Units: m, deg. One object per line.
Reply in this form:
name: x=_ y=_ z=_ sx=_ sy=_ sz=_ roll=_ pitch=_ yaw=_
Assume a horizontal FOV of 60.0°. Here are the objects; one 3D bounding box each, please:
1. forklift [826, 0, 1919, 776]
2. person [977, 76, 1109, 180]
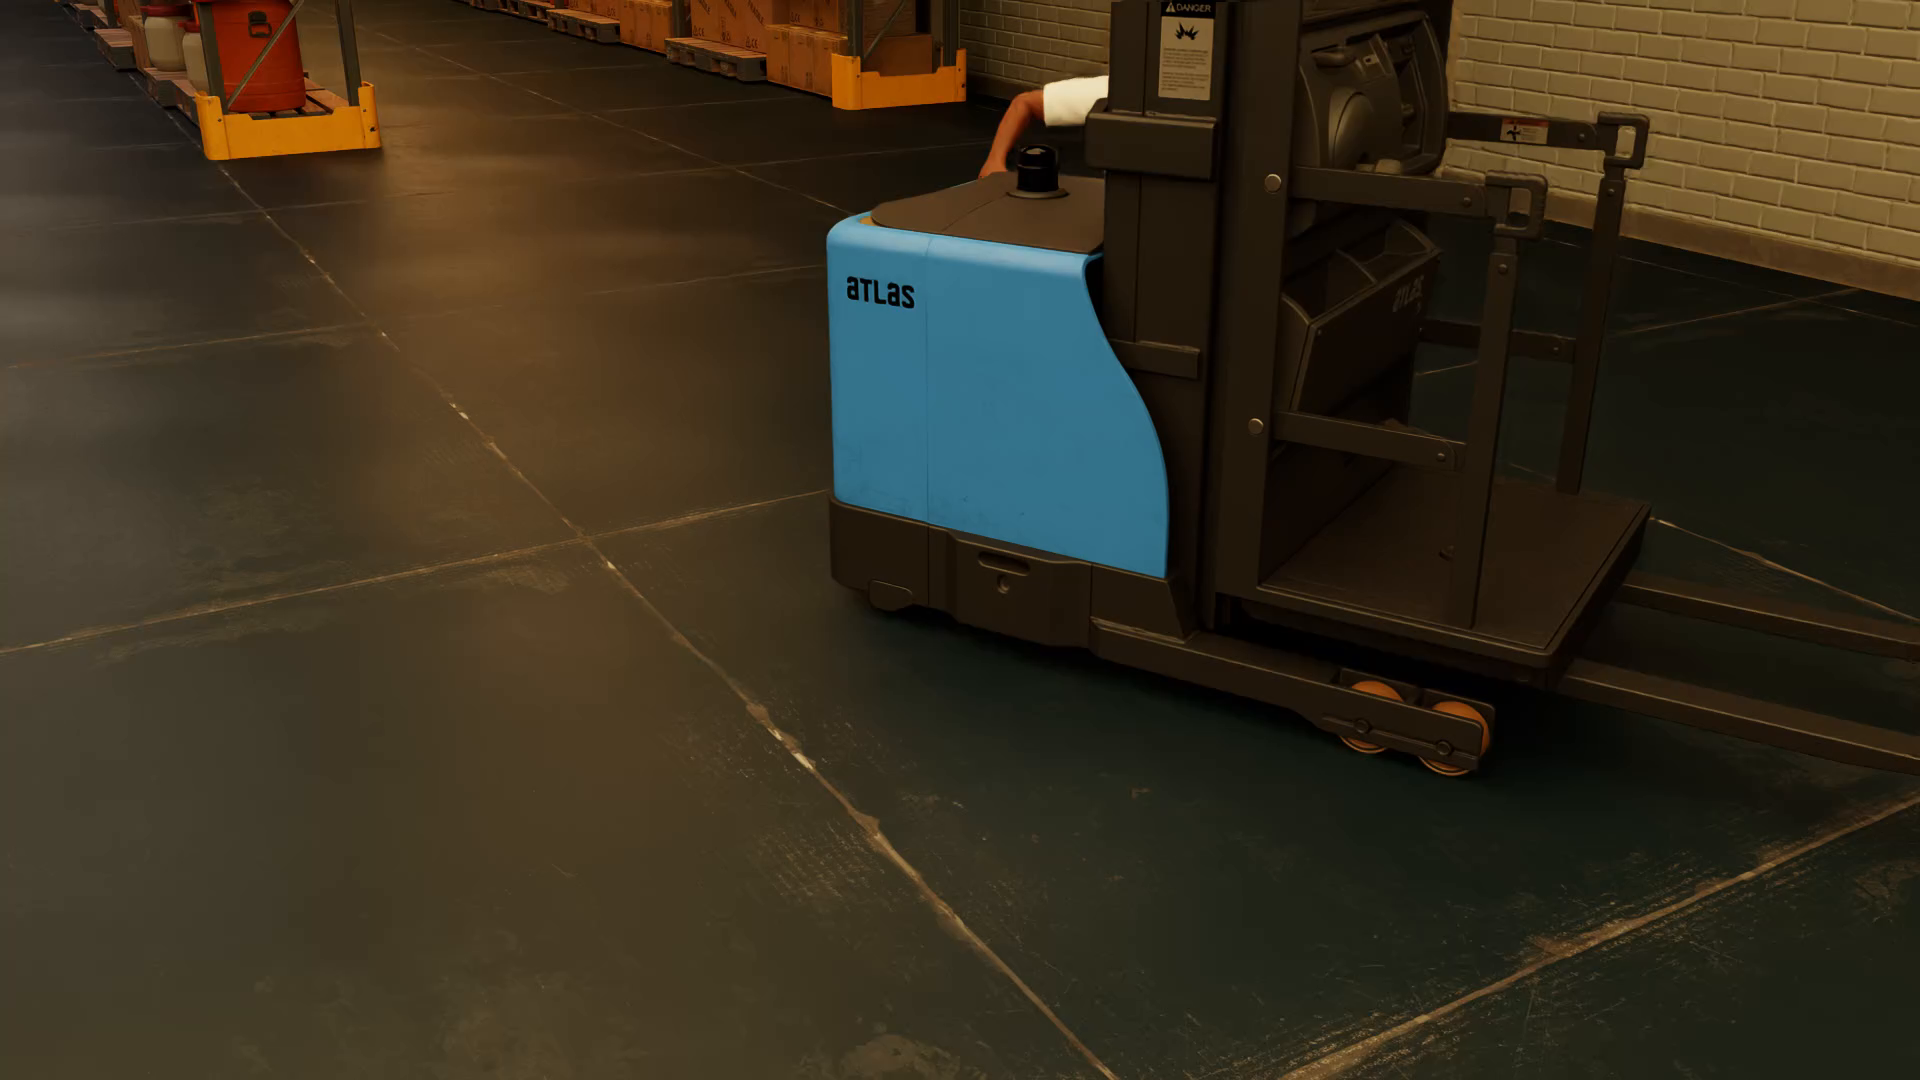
forklift: x=1.156 y=-1.045 z=3.821 sx=3.031 sy=2.935 sz=1.130 roll=13 pitch=26 yaw=29
person: x=0.588 y=-0.875 z=5.127 sx=1.186 sy=1.500 sz=0.842 roll=7 pitch=23 yaw=17
